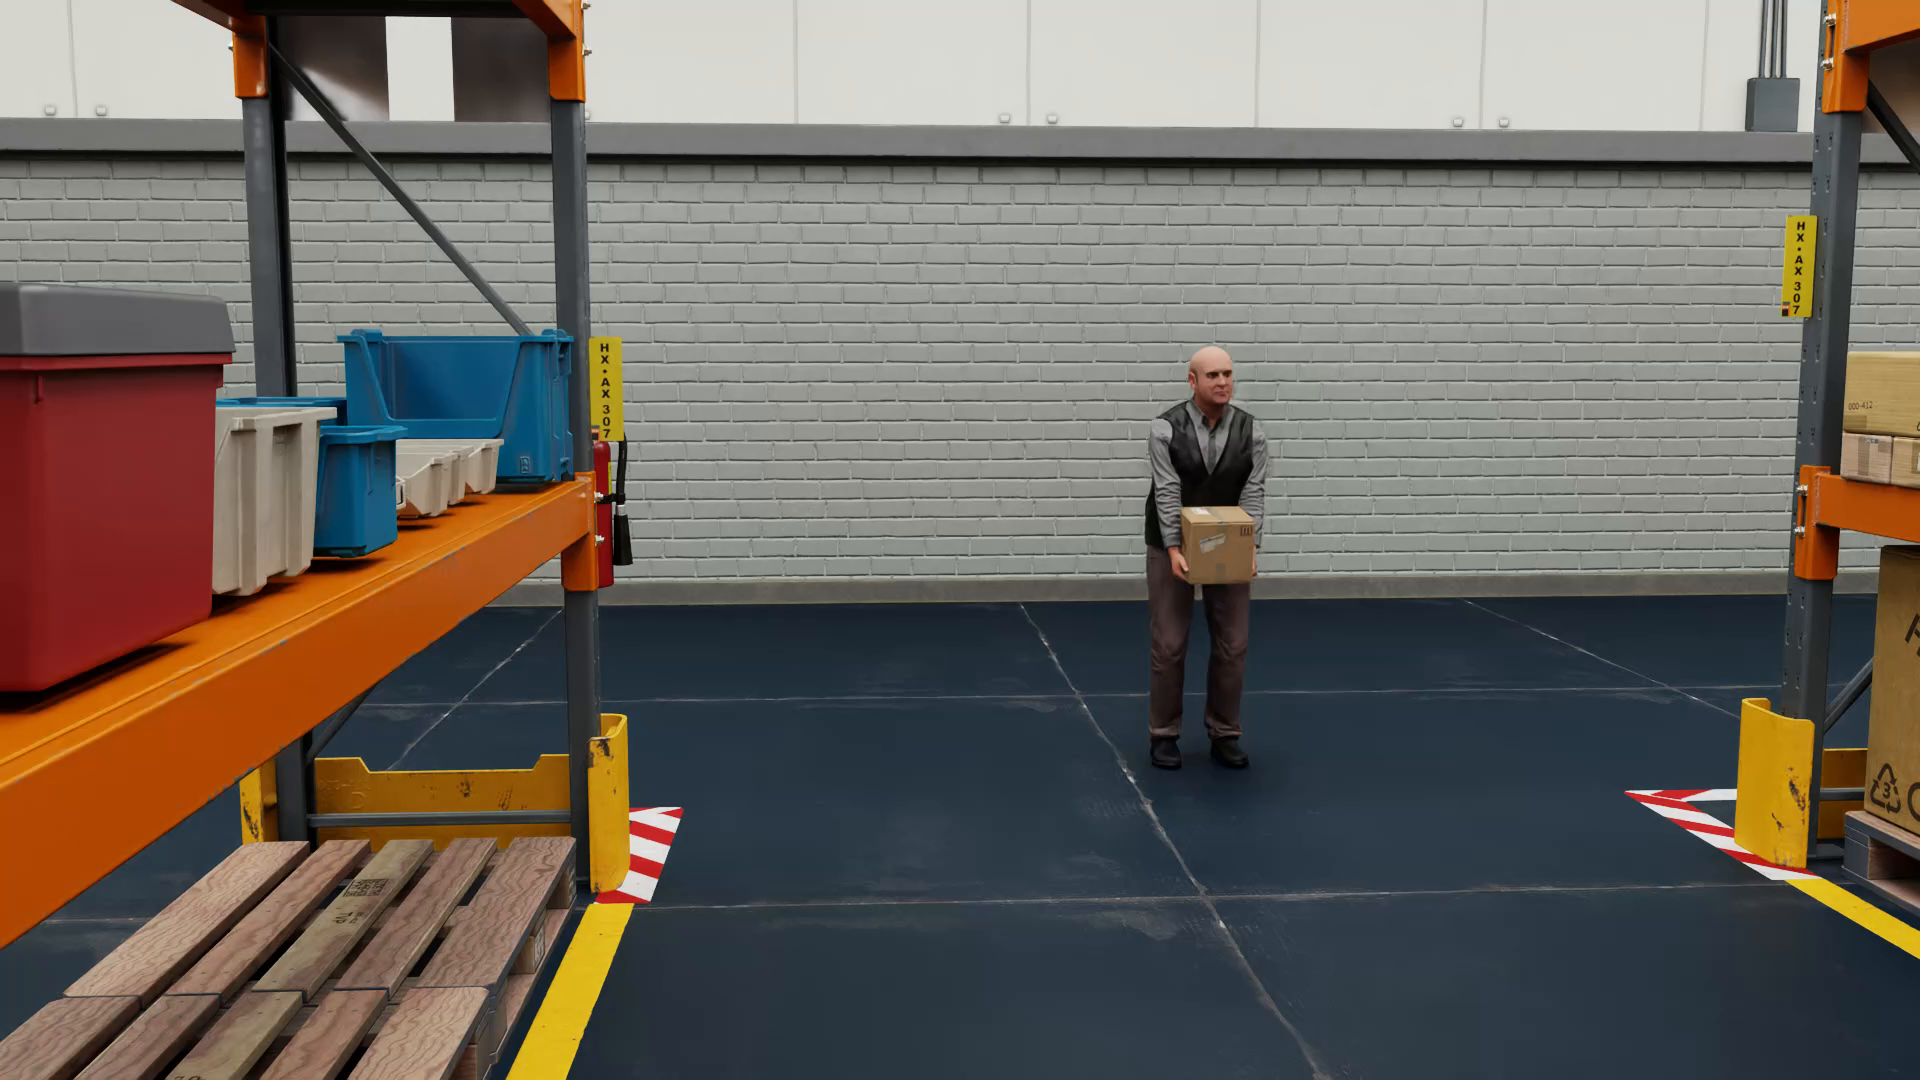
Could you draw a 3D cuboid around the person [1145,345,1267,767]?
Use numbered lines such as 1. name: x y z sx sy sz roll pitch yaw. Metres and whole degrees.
1. person: 1.006 0.073 6.757 0.494 1.720 0.563 -1 7 -5
